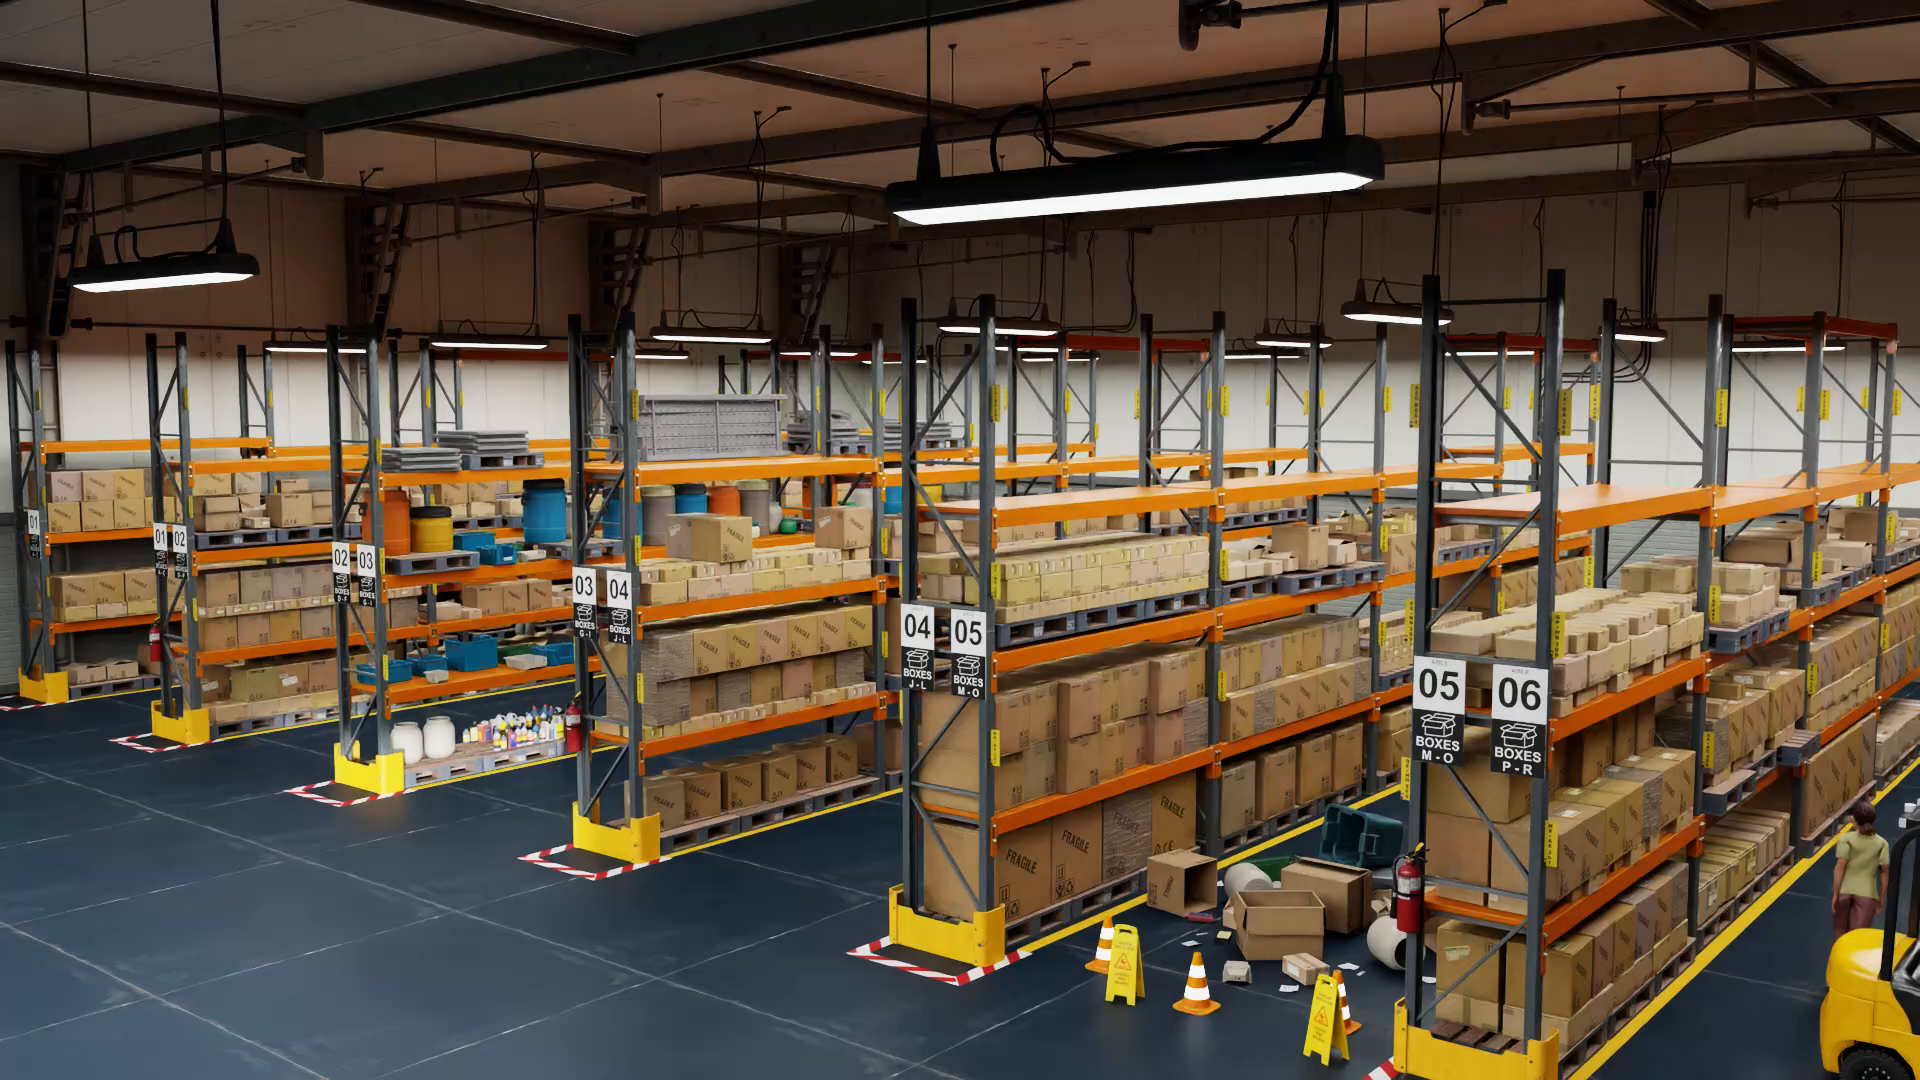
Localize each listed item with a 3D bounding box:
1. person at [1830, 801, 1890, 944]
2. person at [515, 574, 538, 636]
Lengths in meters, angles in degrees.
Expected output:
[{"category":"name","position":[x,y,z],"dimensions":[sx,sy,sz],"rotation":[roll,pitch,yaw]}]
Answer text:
[{"category":"person","position":[7.640,3.090,14.159],"dimensions":[0.456,1.715,0.595],"rotation":[4,6,35]},{"category":"person","position":[-8.361,1.401,32.333],"dimensions":[0.636,1.745,0.624],"rotation":[4,6,37]}]
